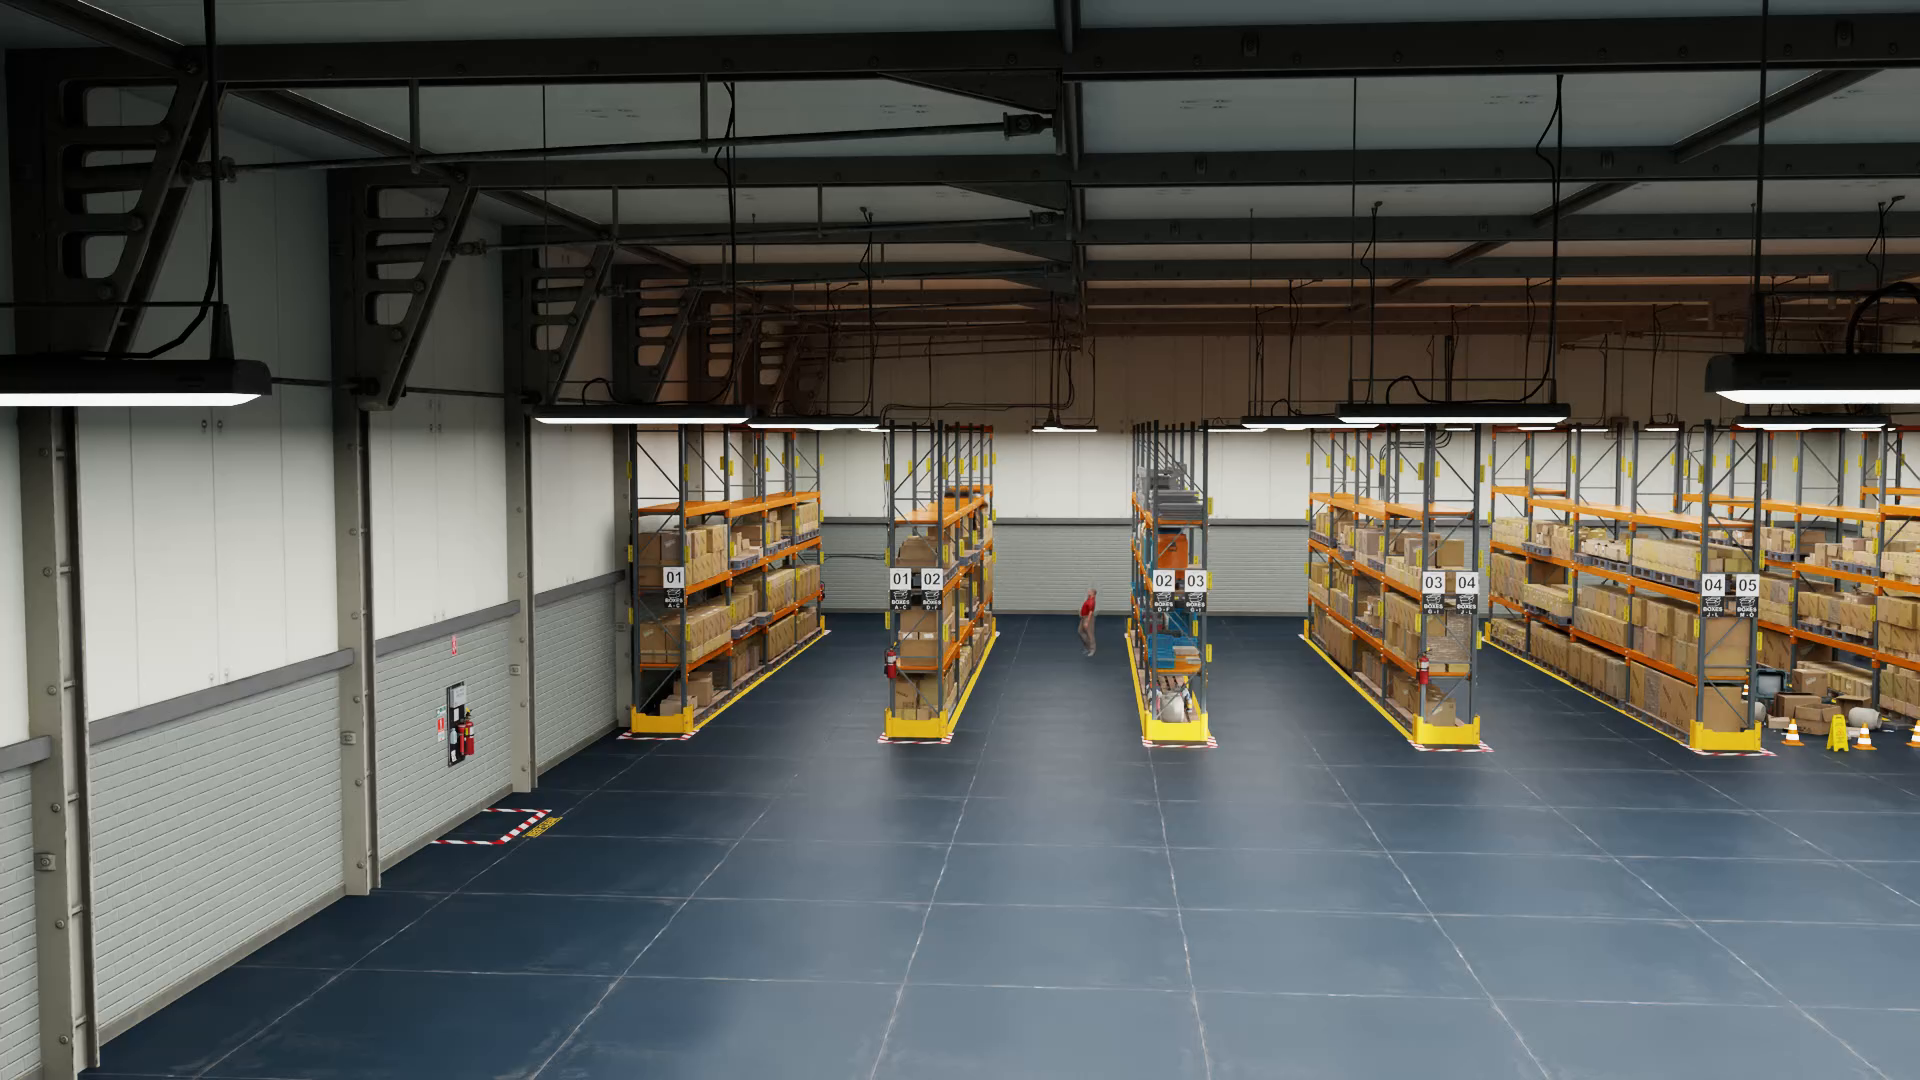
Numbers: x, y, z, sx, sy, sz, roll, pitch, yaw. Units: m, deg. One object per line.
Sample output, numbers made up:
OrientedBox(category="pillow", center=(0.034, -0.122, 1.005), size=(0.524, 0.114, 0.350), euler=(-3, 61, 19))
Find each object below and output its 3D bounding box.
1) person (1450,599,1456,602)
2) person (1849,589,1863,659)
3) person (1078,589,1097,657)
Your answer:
OrientedBox(category="person", center=(14.152, 1.886, 47.343), size=(0.492, 1.652, 0.518), euler=(-3, 5, -41))
OrientedBox(category="person", center=(22.823, 2.152, 42.358), size=(0.630, 1.821, 0.551), euler=(-1, 4, -20))
OrientedBox(category="person", center=(3.274, 2.099, 42.446), size=(0.428, 1.736, 0.687), euler=(-1, 4, -15))
